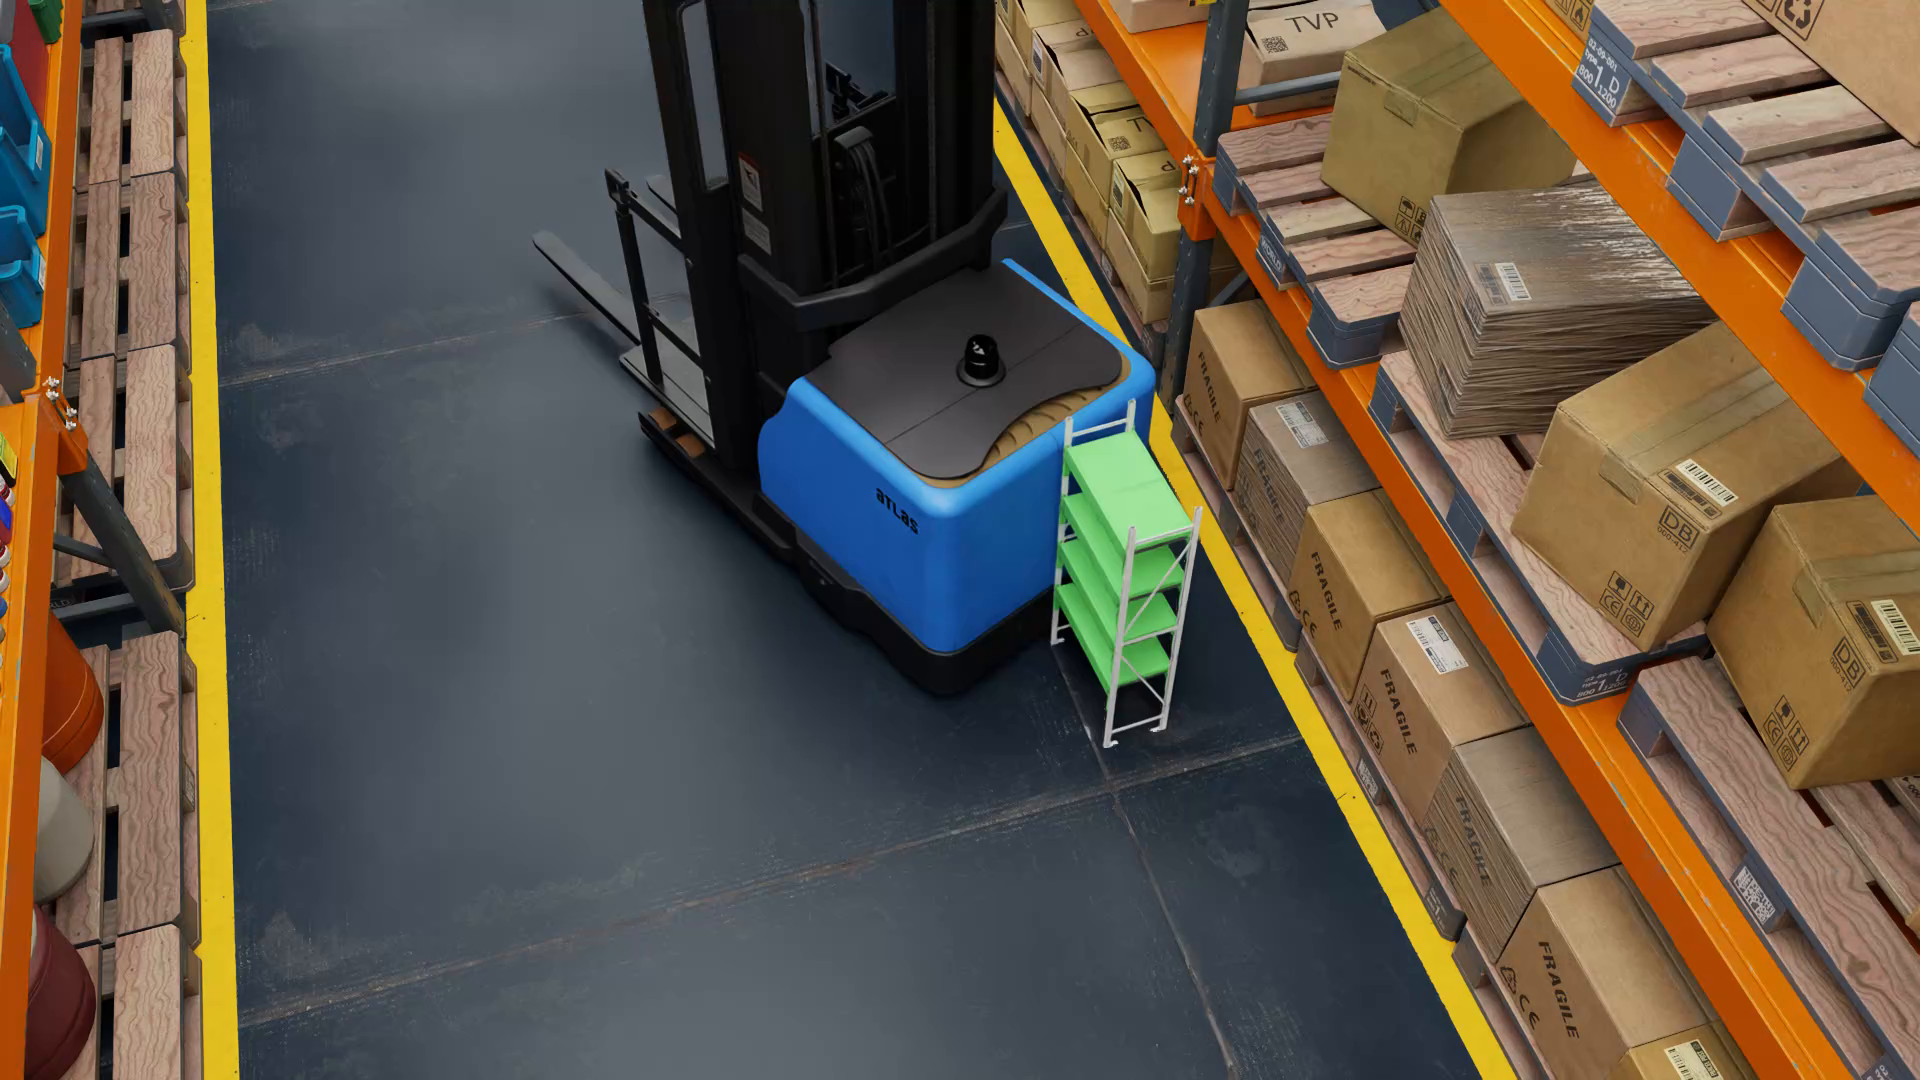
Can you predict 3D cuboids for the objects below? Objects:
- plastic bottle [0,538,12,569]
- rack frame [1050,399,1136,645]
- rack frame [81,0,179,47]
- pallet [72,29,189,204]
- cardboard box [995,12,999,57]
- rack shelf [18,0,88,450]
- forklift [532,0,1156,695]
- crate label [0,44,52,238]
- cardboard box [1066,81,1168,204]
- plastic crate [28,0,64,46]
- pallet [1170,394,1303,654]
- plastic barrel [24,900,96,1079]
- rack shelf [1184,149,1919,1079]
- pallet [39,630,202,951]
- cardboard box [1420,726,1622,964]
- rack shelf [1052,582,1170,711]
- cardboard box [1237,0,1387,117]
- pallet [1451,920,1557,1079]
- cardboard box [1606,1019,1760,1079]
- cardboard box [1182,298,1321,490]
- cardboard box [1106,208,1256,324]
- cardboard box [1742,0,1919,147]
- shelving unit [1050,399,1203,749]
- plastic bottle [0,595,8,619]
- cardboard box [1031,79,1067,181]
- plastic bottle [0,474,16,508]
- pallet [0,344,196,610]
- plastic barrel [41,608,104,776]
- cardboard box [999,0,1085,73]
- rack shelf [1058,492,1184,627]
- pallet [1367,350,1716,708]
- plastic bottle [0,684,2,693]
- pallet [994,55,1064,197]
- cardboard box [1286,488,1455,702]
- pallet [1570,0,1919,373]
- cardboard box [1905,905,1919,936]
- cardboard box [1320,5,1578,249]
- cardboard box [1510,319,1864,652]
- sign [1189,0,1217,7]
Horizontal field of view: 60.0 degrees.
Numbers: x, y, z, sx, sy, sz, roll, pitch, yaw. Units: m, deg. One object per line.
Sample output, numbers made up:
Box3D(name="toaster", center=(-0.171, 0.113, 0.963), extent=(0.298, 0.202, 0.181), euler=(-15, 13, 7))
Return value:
Box3D(name="plastic bottle", center=(-2.783, -0.006, 4.713), extent=(0.097, 0.201, 0.097), euler=(0, 50, 0))
Box3D(name="rack frame", center=(0.451, -0.030, 5.780), extent=(0.240, 1.200, 0.015), euler=(-16, 52, -13))
Box3D(name="rack frame", center=(-4.578, -3.448, 7.484), extent=(1.000, 3.000, 0.127), euler=(-13, 51, -11))
Box3D(name="pallet", center=(-4.309, -1.984, 8.074), extent=(1.003, 0.211, 1.213), euler=(-13, 51, -11))
Box3D(name="cardboard box", center=(0.343, -2.712, 8.388), extent=(0.500, 0.250, 0.500), euler=(-15, 51, -12))
Box3D(name="rack shelf", center=(-3.987, -1.755, 6.528), extent=(1.077, 0.370, 4.000), euler=(-13, 51, -11))
Box3D(name="forklift", center=(-0.660, -1.445, 5.841), extent=(1.130, 2.935, 3.031), euler=(-34, 58, -25))
Box3D(name="crate label", center=(-3.431, -1.324, 5.671), extent=(0.502, 0.435, 0.616), euler=(-13, 51, -11))
Box3D(name="cardboard box", center=(0.787, -1.778, 7.234), extent=(0.500, 0.311, 0.500), euler=(-14, 51, -12))
Box3D(name="plastic crate", center=(-3.794, -2.171, 6.547), extent=(0.450, 0.188, 0.662), euler=(-13, 51, -11))
Box3D(name="pallet", center=(1.522, -0.191, 6.562), extent=(1.003, 0.211, 1.213), euler=(-13, 51, -11))
Box3D(name="plastic barrel", center=(-2.901, 1.294, 4.789), extent=(0.600, 0.588, 0.708), euler=(-13, 51, -11))
Box3D(name="rack shelf", center=(1.929, 0.049, 5.007), extent=(1.077, 0.370, 4.000), euler=(-13, 51, -11))
Box3D(name="pallet", center=(-3.123, 0.939, 5.610), extent=(1.003, 0.211, 1.213), euler=(-13, 51, -11))
Box3D(name="cardboard box", center=(1.815, 0.917, 5.152), extent=(0.500, 0.500, 0.500), euler=(-13, 51, -11))
Box3D(name="rack shelf", center=(0.537, 0.340, 5.866), extent=(0.258, 0.148, 0.480), euler=(-16, 52, -13))
Box3D(name="cardboard box", center=(1.272, -1.890, 6.229), extent=(0.500, 0.311, 0.500), euler=(-10, 51, -9))
Box3D(name="pallet", center=(2.244, 1.591, 5.060), extent=(1.003, 0.211, 1.213), euler=(-13, 51, -11))
Box3D(name="cardboard box", center=(2.101, 1.646, 4.537), extent=(0.500, 0.500, 0.500), euler=(-14, 51, -11))
Box3D(name="cardboard box", center=(1.199, -0.582, 6.416), extent=(0.500, 0.500, 0.500), euler=(-11, 51, -9))
Box3D(name="cardboard box", center=(0.949, -1.222, 7.131), extent=(0.500, 0.250, 0.500), euler=(-12, 51, -10))
Box3D(name="cardboard box", center=(2.045, -1.247, 3.261), extent=(0.600, 0.600, 0.600), euler=(-15, 52, -12))
Box3D(name="shelving unit", center=(0.537, 0.144, 5.633), extent=(0.258, 1.200, 0.503), euler=(-16, 52, -13))
Box3D(name="plastic bottle", center=(-2.726, 0.114, 4.566), extent=(0.097, 0.271, 0.097), euler=(0, 50, 0))
Box3D(name="cardboard box", center=(0.647, -1.965, 7.758), extent=(0.500, 0.250, 0.500), euler=(-12, 51, -10))
Box3D(name="plastic bottle", center=(-2.852, -0.175, 4.855), extent=(0.097, 0.201, 0.097), euler=(0, 50, 0))
Box3D(name="pallet", center=(-3.588, -0.202, 6.572), extent=(1.003, 0.211, 1.213), euler=(-13, 51, -11))
Box3D(name="plastic barrel", center=(-3.235, 0.392, 5.392), extent=(0.600, 0.830, 0.708), euler=(-13, 51, -11))
Box3D(name="cardboard box", center=(0.495, -2.514, 7.854), extent=(0.500, 0.311, 0.500), euler=(-12, 51, -10))
Box3D(name="rack shelf", center=(0.537, 0.031, 5.499), extent=(0.258, 0.148, 0.480), euler=(-16, 52, -13))
Box3D(name="pallet", center=(1.917, -0.162, 4.840), extent=(1.003, 0.211, 1.213), euler=(-13, 51, -11))
Box3D(name="plastic bottle", center=(-2.639, 0.349, 4.413), extent=(0.097, 0.201, 0.097), euler=(0, 50, 0))
Box3D(name="pallet", center=(0.774, -2.244, 8.293), extent=(1.003, 0.211, 1.213), euler=(-13, 51, -11))
Box3D(name="cardboard box", center=(1.503, 0.166, 5.785), extent=(0.500, 0.500, 0.500), euler=(-14, 51, -11))
Box3D(name="pallet", center=(2.085, -0.877, 3.478), extent=(1.213, 0.211, 1.003), euler=(-13, 51, -11))
Box3D(name="cardboard box", center=(2.594, 0.714, 3.636), extent=(0.700, 0.500, 0.500), euler=(-30, 56, -23))
Box3D(name="cardboard box", center=(1.631, -1.376, 5.398), extent=(0.700, 0.500, 0.500), euler=(-30, 56, -23))
Box3D(name="cardboard box", center=(1.939, -0.166, 4.378), extent=(0.700, 0.500, 0.500), euler=(-25, 54, -20))
Box3D(name="sign", center=(0.808, -1.889, 5.413), extent=(0.100, 0.325, 0.005), euler=(-13, 51, -11))
